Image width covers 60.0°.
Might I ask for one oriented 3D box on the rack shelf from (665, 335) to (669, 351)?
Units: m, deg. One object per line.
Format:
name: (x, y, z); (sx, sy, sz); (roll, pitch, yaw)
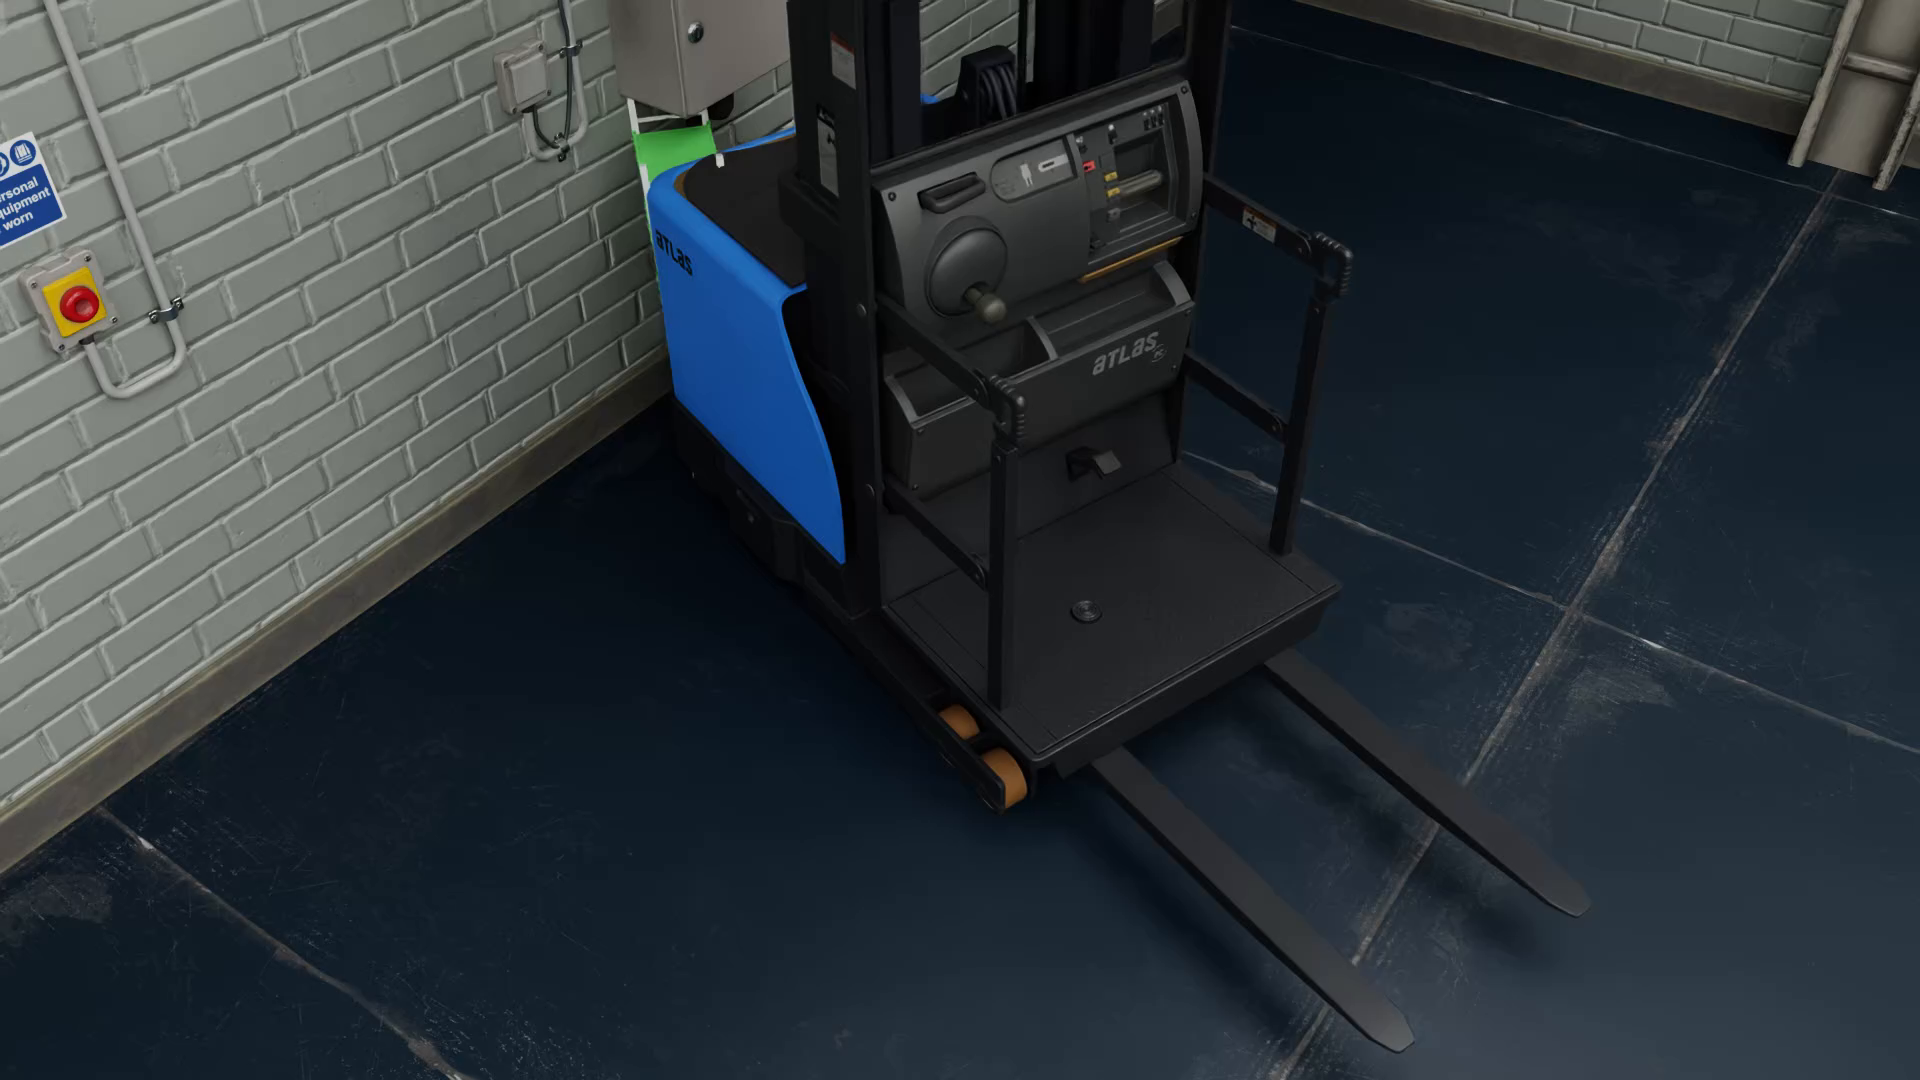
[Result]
rack shelf: (-0.825, -0.543, 5.539); (0.258, 0.148, 0.480); (-10, 40, -9)

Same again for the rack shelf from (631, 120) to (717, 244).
rack shelf: (-0.851, -1.100, 5.084); (0.258, 0.148, 0.480); (-10, 40, -9)

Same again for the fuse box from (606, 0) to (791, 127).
fuse box: (-0.719, -1.237, 5.349); (0.414, 1.711, 0.539); (25, 48, 25)

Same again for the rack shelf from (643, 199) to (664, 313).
rack shelf: (-0.842, -0.914, 5.235); (0.258, 0.148, 0.480); (-10, 40, -9)

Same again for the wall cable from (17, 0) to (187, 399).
wall cable: (-2.045, -1.016, 3.351); (0.123, 1.953, 0.585); (25, 48, 25)

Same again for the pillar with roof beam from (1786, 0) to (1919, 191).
pillar with roof beam: (1.270, -2.601, 1.408); (0.400, 9.000, 9.100); (25, 48, 25)

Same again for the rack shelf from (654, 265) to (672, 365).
rack shelf: (-0.834, -0.728, 5.387); (0.258, 0.148, 0.480); (-10, 40, -9)

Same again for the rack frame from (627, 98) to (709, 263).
rack frame: (-0.891, -0.927, 5.532); (0.240, 1.200, 0.015); (-10, 40, -9)

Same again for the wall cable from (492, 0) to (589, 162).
wall cable: (-1.240, -1.784, 4.232); (0.122, 1.984, 0.588); (25, 48, 25)

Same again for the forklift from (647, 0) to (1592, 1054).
forklift: (0.343, -0.745, 3.884); (1.130, 2.935, 3.031); (-26, 48, -26)

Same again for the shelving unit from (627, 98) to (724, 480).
shelving unit: (-0.836, -0.778, 5.347); (0.258, 1.200, 0.503); (-10, 40, -9)

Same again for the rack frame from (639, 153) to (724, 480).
rack frame: (-0.781, -0.629, 5.162); (0.240, 1.200, 0.015); (-10, 40, -9)

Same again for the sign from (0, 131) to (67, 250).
sign: (-2.123, -0.724, 3.607); (0.001, 0.218, 0.327); (25, 48, 25)
